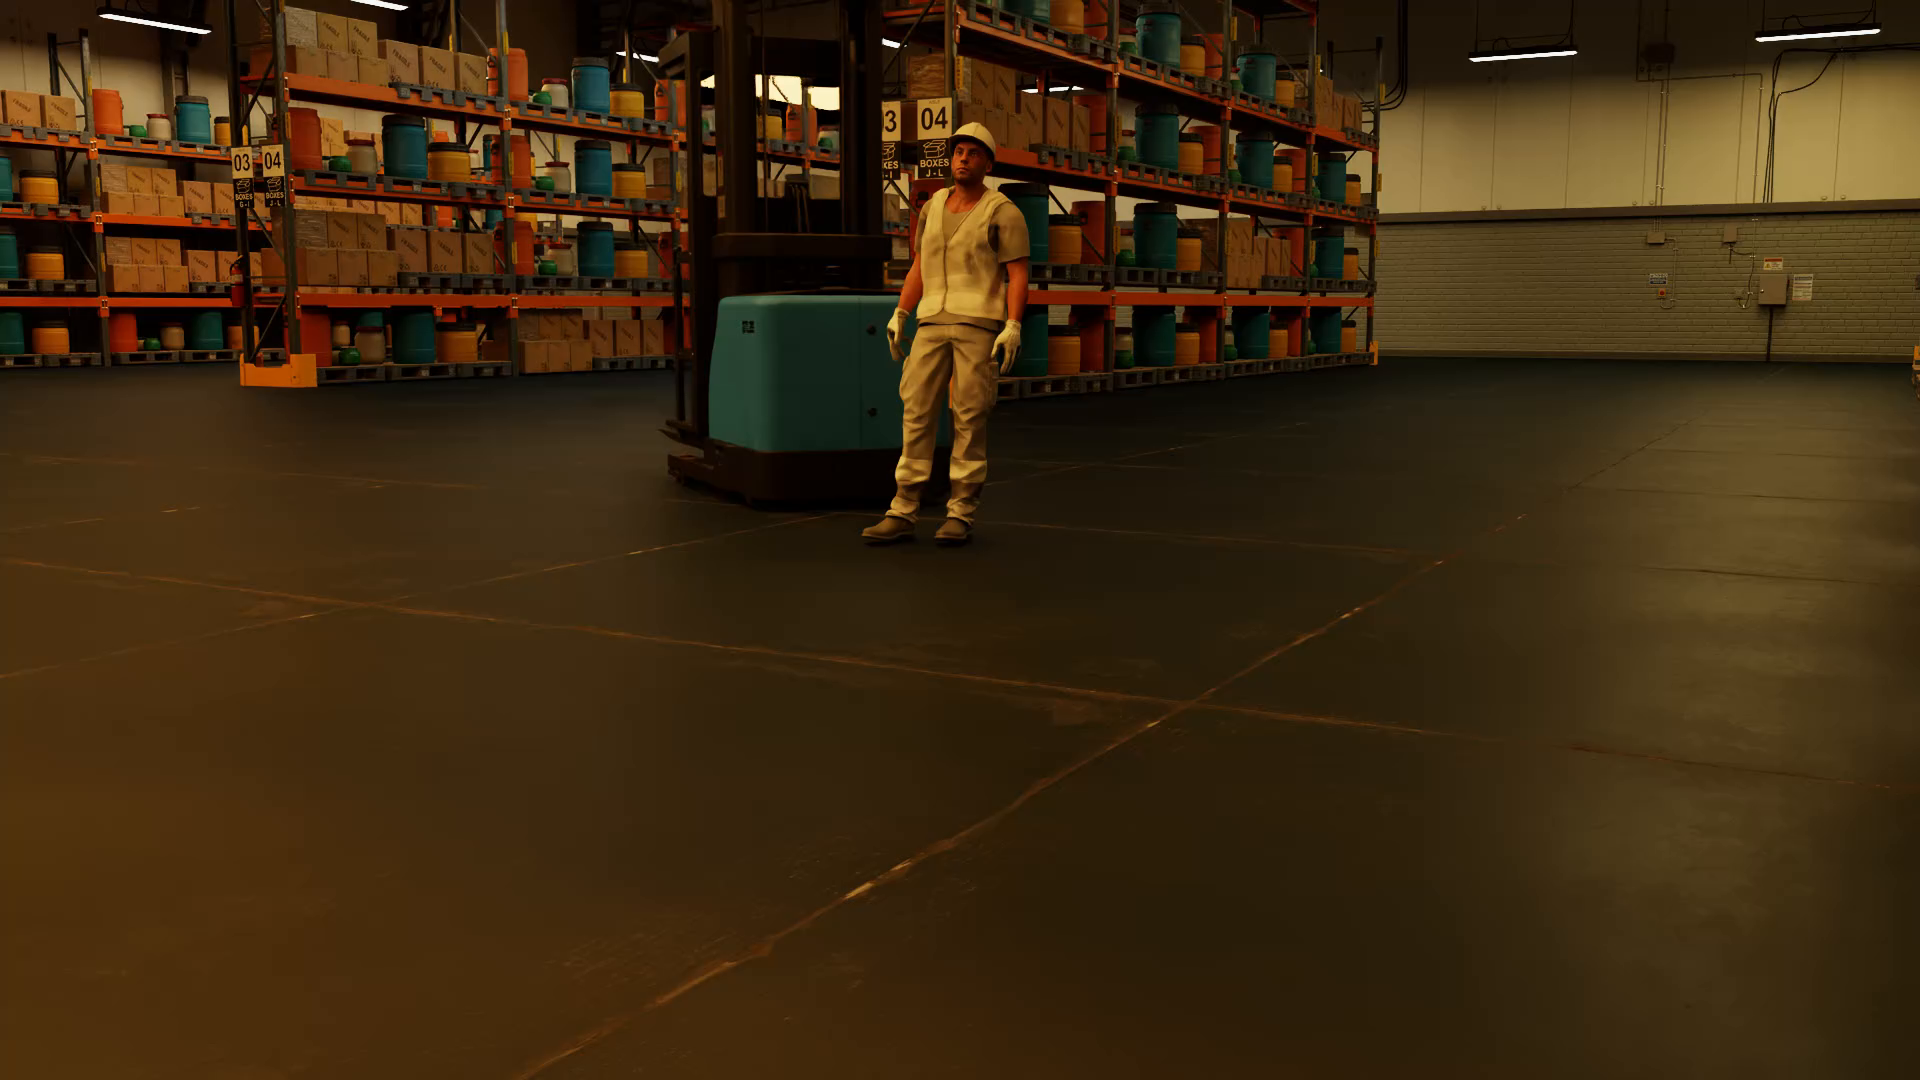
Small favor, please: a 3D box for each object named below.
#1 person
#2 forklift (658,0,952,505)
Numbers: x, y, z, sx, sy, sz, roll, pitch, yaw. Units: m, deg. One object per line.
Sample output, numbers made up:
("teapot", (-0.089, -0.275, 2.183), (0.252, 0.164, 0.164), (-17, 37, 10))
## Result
("person", (-0.050, -0.885, 7.127), (0.638, 1.788, 0.563), (4, 9, 29))
("forklift", (-1.078, -1.789, 9.559), (1.130, 2.935, 3.031), (-3, 9, -23))
